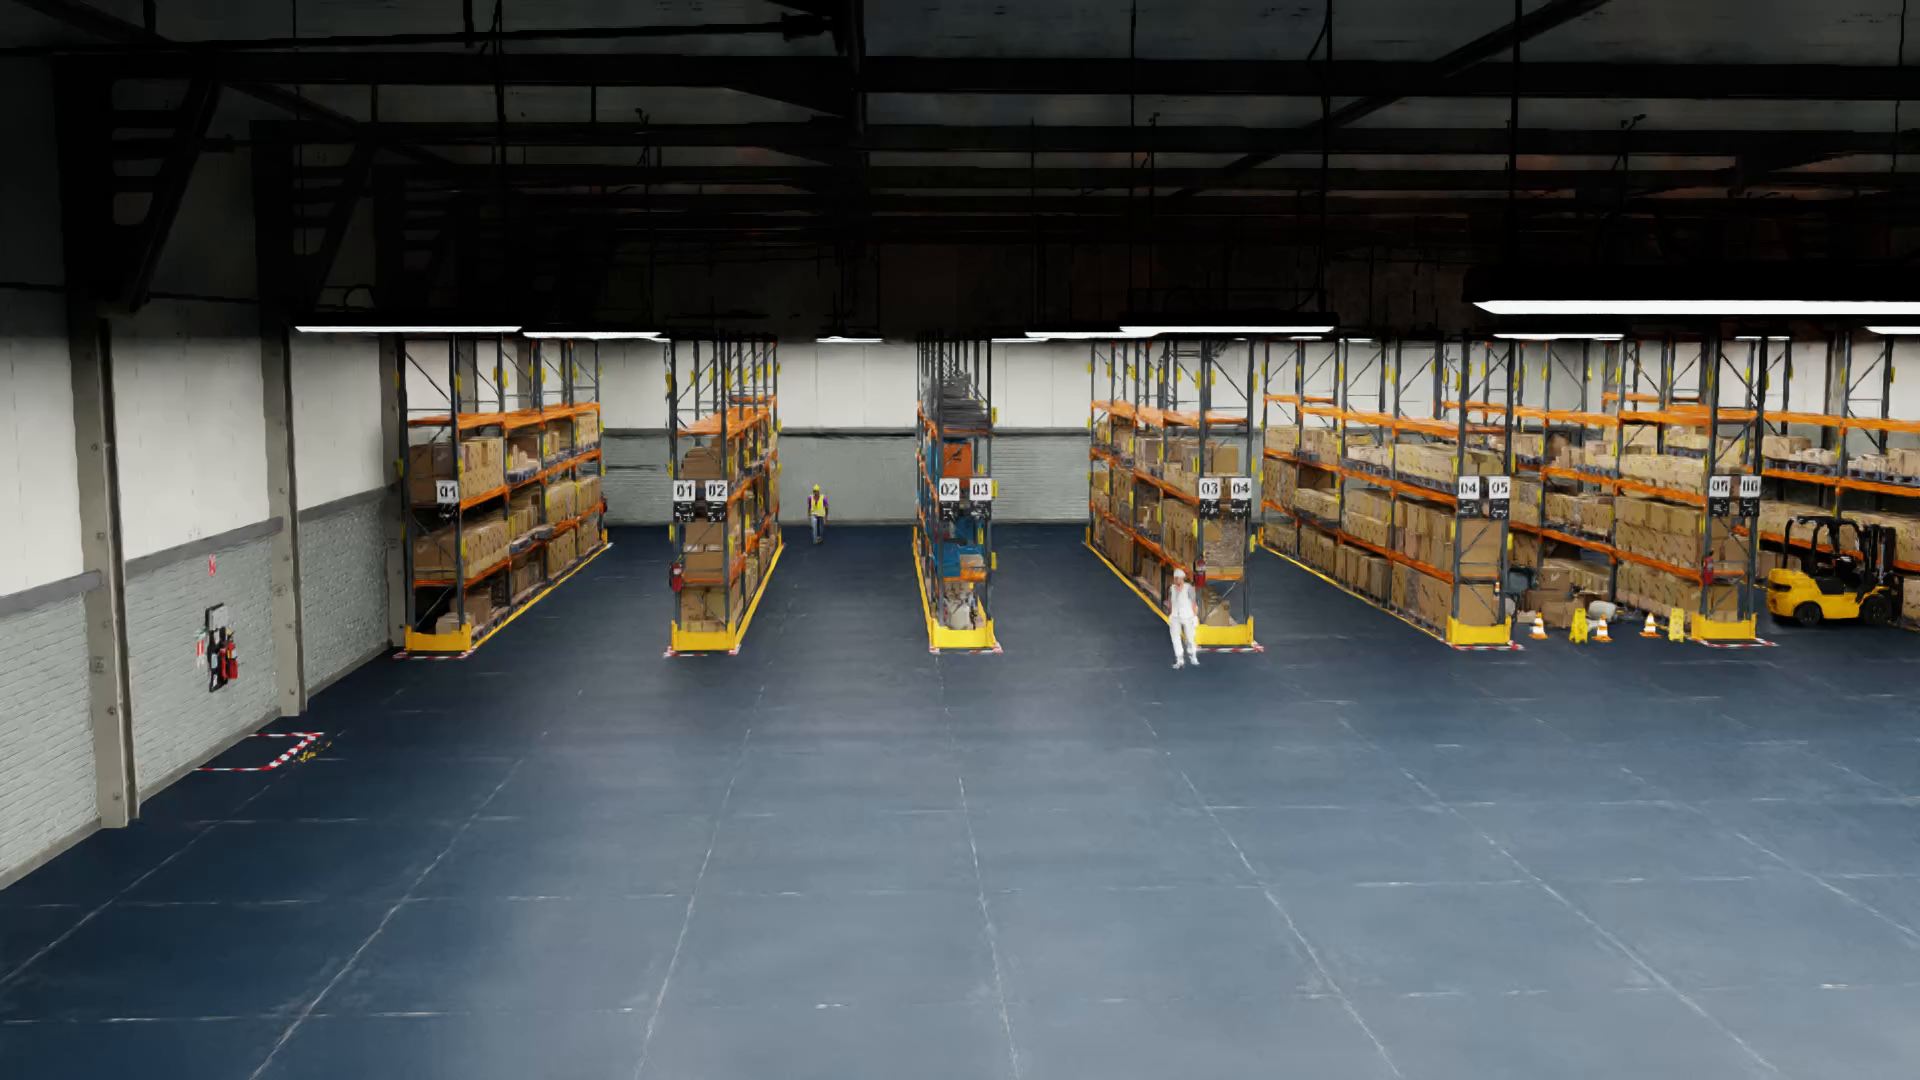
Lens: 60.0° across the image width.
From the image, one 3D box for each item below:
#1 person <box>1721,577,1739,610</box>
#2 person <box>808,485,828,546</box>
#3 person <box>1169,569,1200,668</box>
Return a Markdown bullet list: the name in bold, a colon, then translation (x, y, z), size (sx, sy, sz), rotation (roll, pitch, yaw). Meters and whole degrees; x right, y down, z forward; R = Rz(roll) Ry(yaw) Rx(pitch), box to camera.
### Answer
- **person**: translation (16.546, 0.672, 35.864), size (0.507, 1.663, 0.567), rotation (3, 7, 23)
- **person**: translation (-4.051, -0.719, 47.476), size (0.591, 1.714, 1.042), rotation (0, 7, -4)
- **person**: translation (3.978, 1.348, 29.495), size (0.579, 1.717, 0.565), rotation (4, 8, 33)
